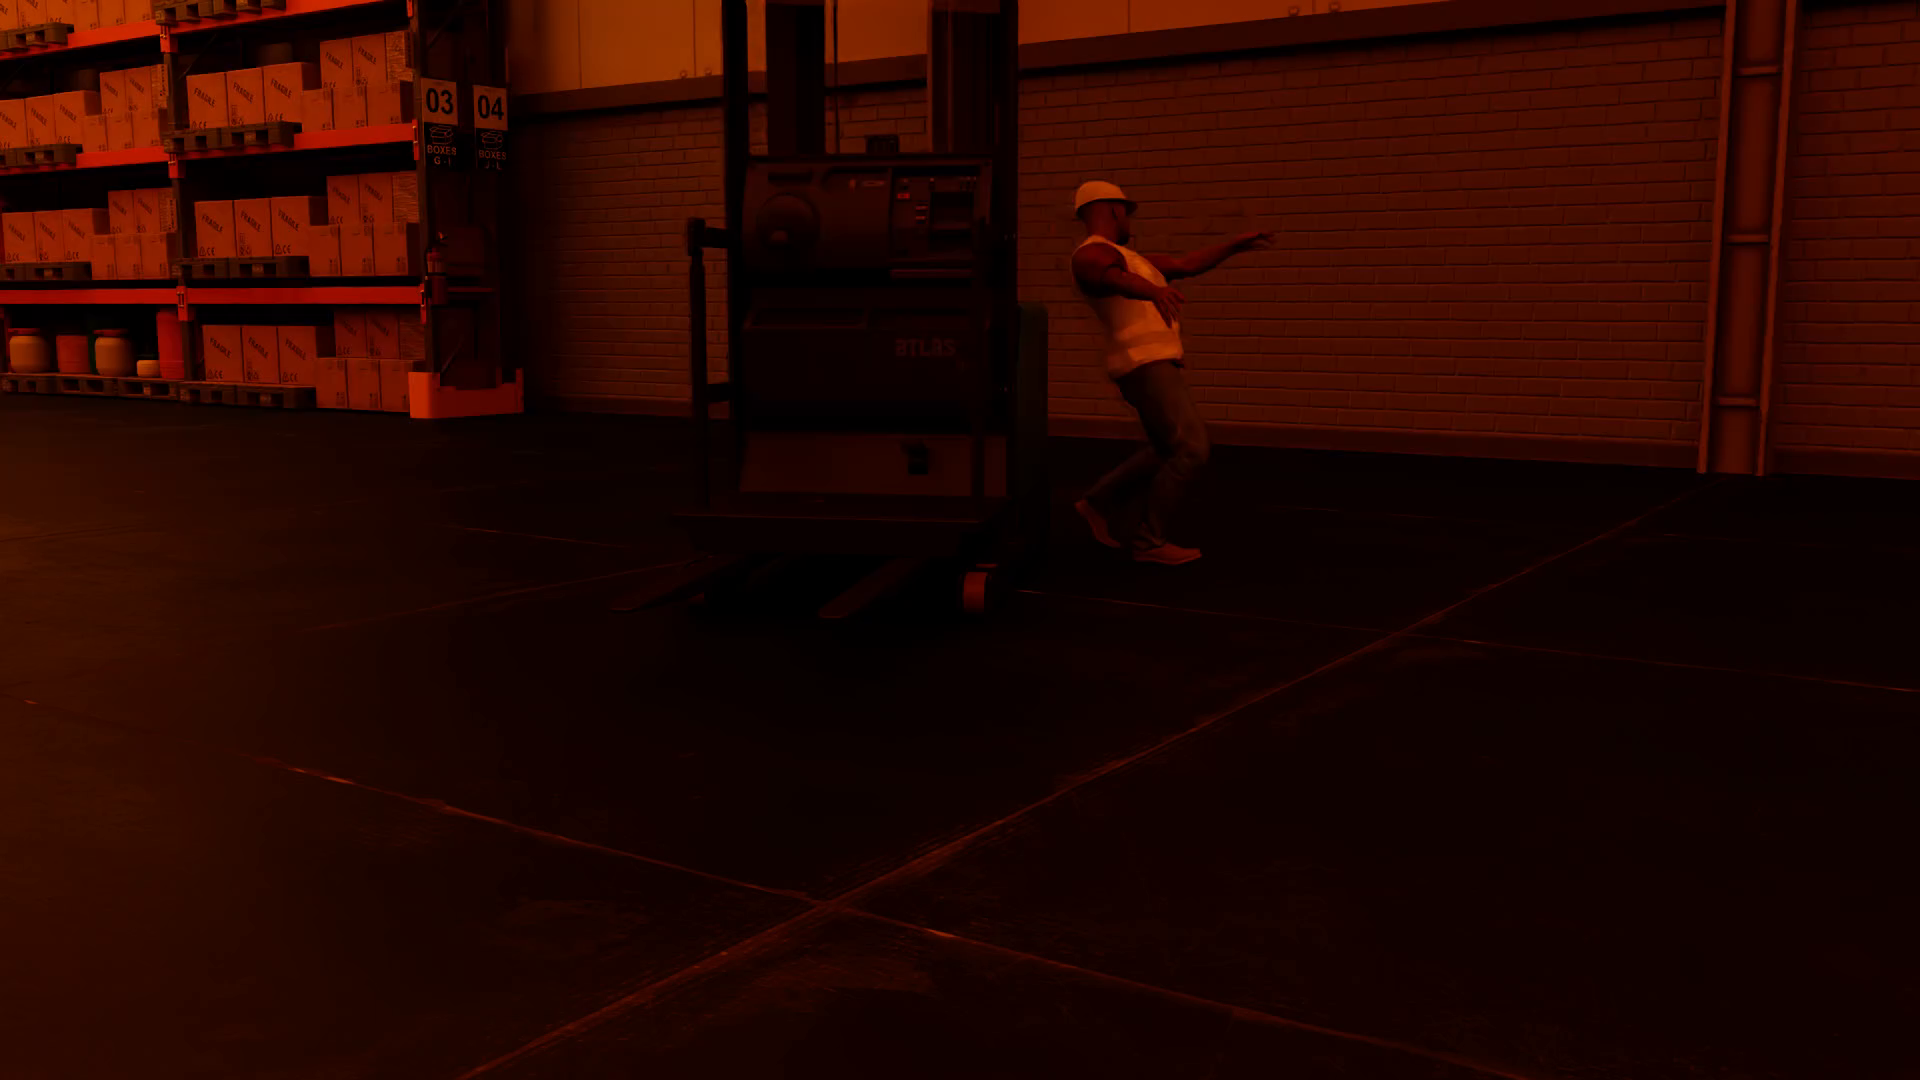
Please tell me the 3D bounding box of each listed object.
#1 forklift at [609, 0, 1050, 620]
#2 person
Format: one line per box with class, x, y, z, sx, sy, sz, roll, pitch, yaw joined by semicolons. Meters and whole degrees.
forklift;-0.377;-1.237;5.890;1.130;2.935;3.031;1;8;10
person;0.828;-0.673;6.855;0.855;1.633;1.079;2;8;13
